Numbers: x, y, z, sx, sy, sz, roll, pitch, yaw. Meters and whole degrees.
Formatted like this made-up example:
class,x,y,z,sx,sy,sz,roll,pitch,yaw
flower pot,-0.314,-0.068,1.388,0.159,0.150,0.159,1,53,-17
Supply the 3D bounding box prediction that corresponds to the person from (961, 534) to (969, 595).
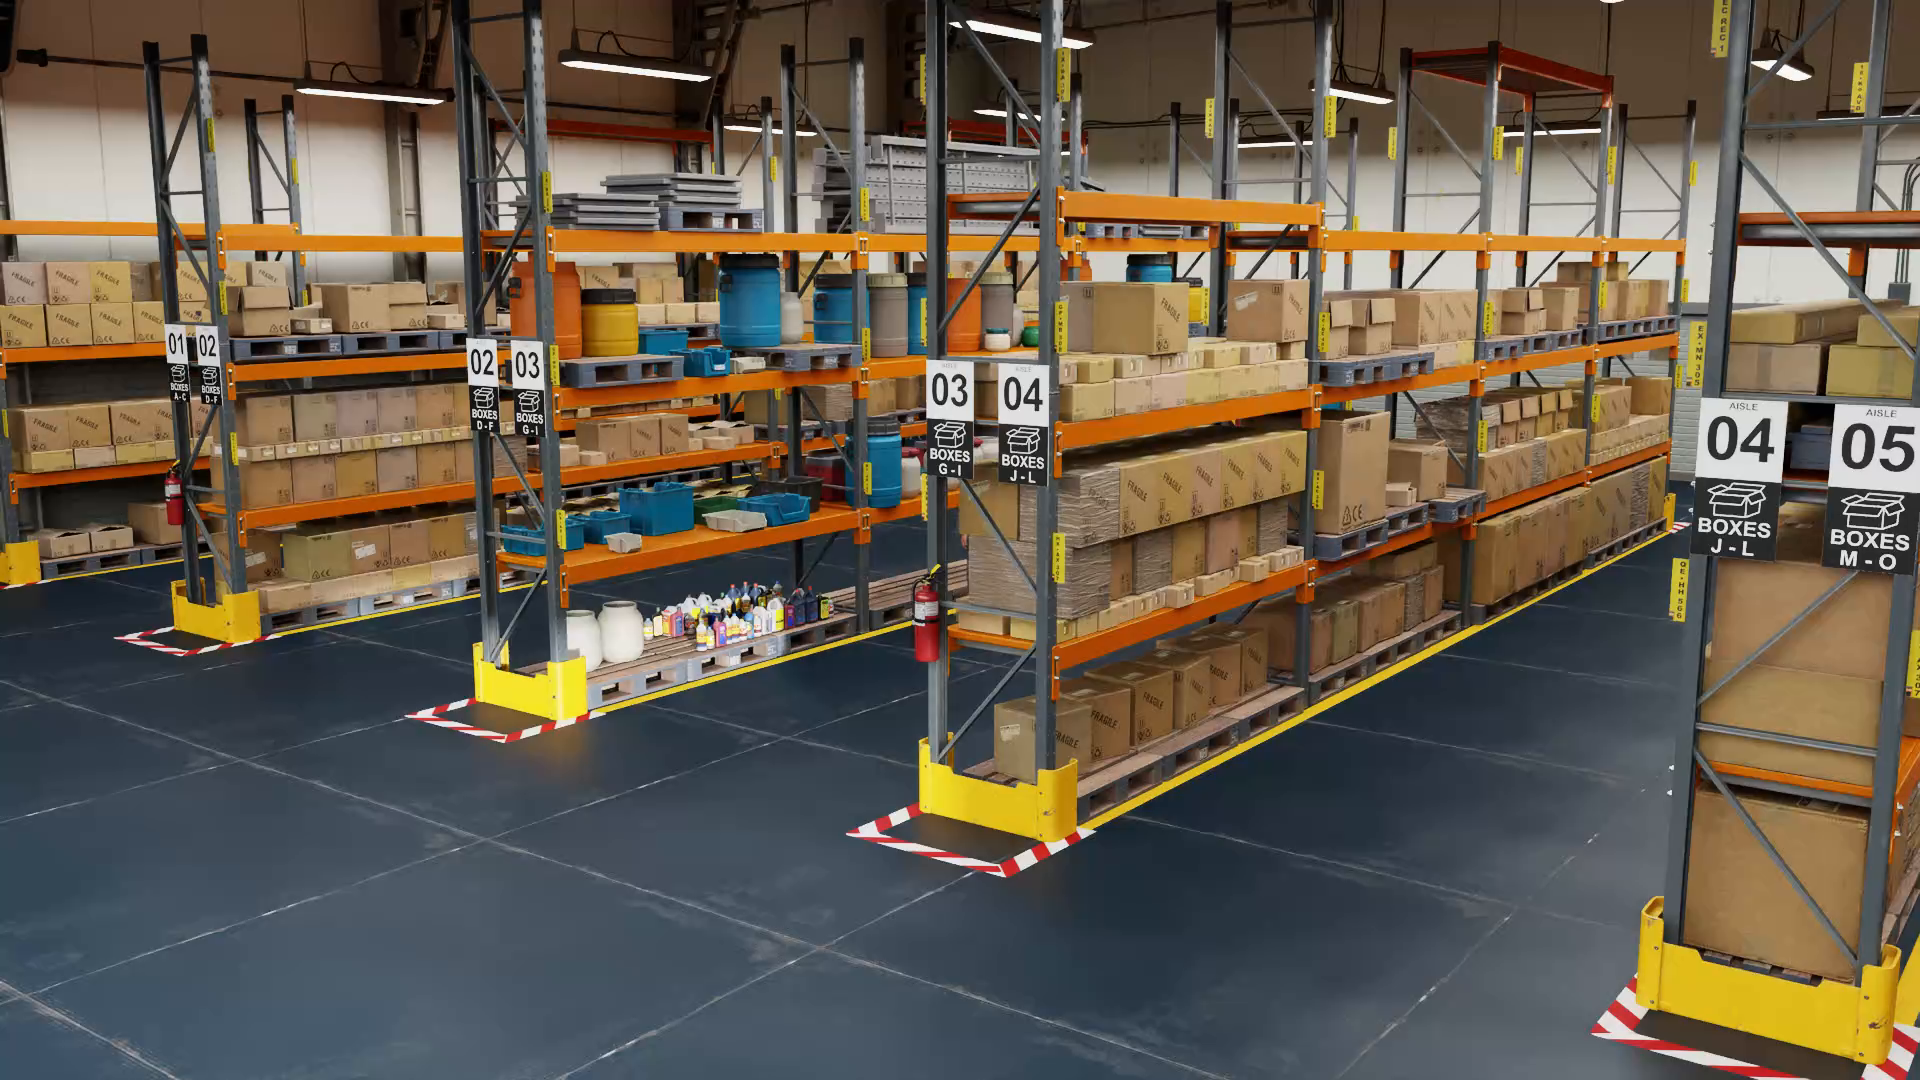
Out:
class,x,y,z,sx,sy,sz,roll,pitch,yaw
person,0.294,-0.012,18.034,0.594,1.721,0.415,6,12,33
